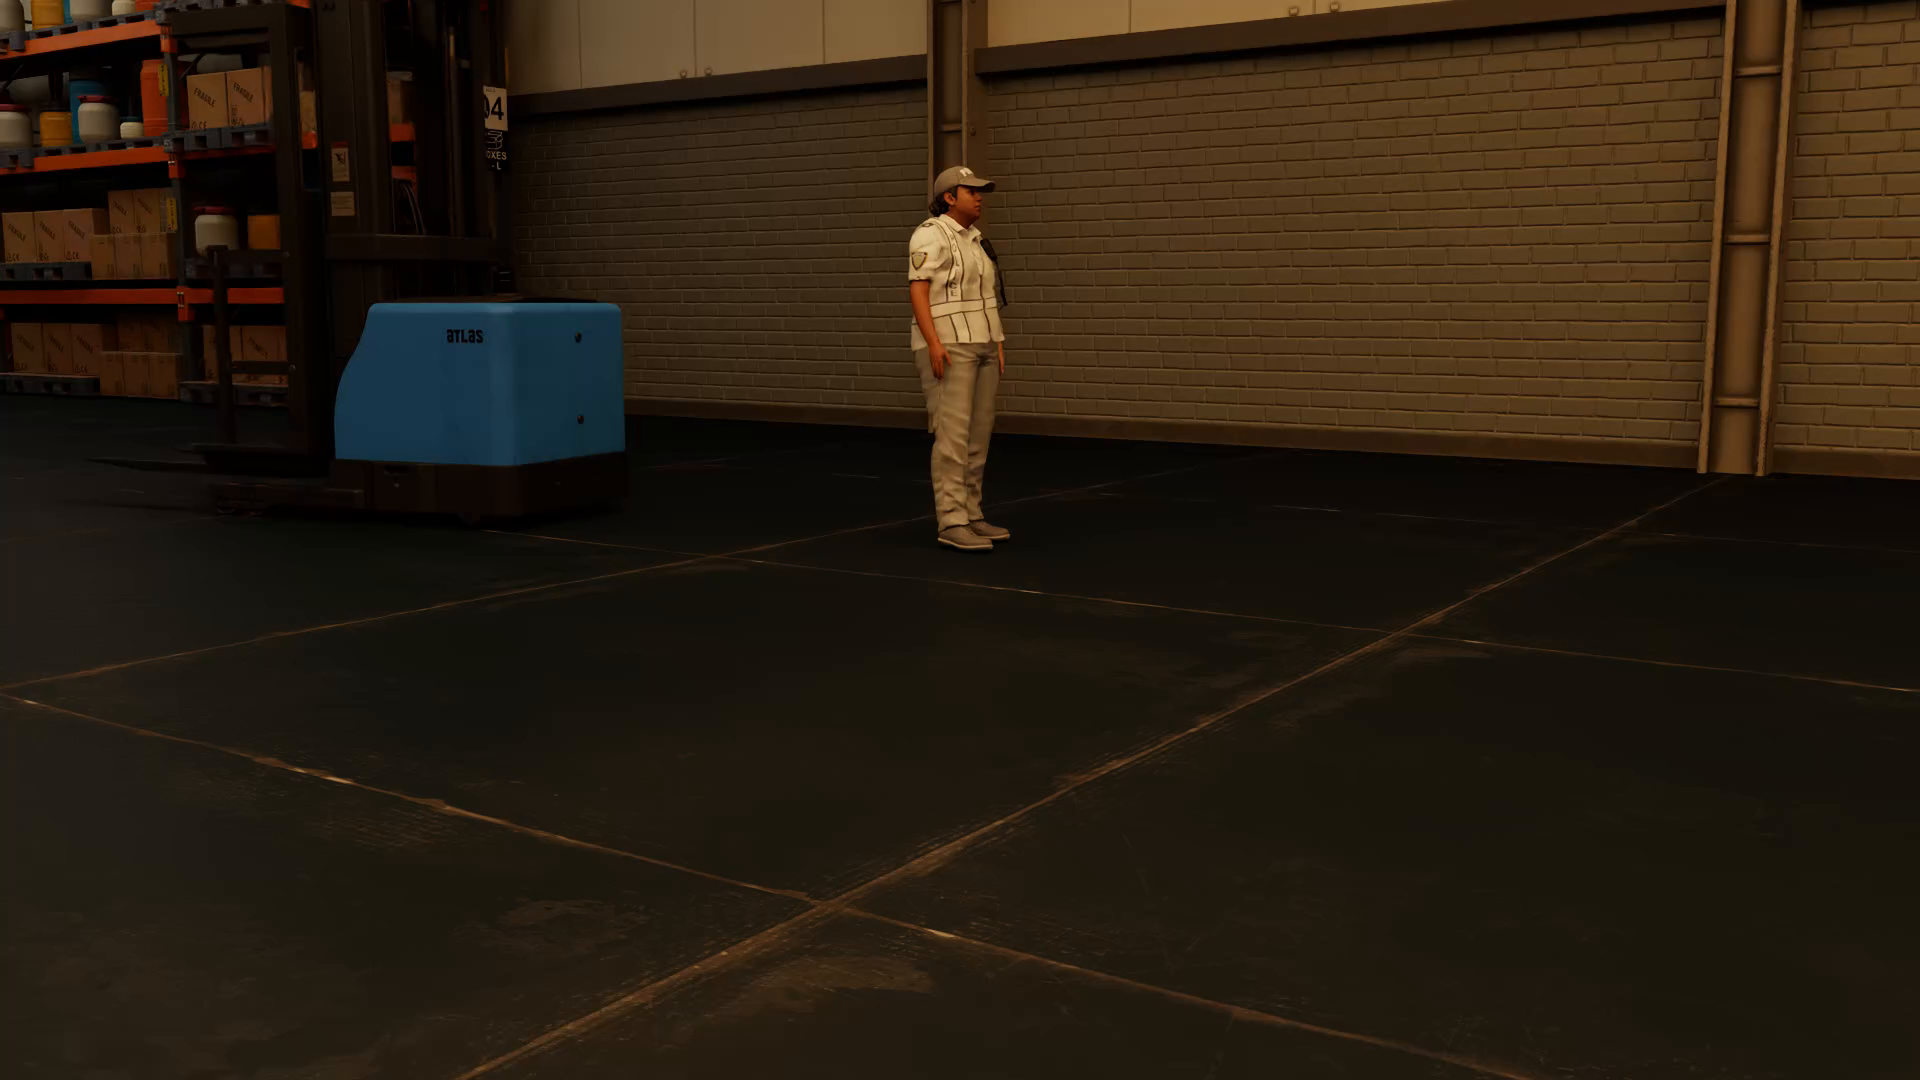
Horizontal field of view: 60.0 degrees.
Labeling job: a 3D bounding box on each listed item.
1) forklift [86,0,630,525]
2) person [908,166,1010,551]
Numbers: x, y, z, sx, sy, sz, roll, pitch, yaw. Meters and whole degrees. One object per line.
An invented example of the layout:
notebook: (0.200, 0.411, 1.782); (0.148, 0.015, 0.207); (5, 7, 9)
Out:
forklift: (-3.296, -1.635, 8.693); (3.031, 2.935, 1.130); (3, 9, 23)
person: (0.051, -0.825, 7.424); (0.529, 1.670, 0.598); (5, 10, 34)
